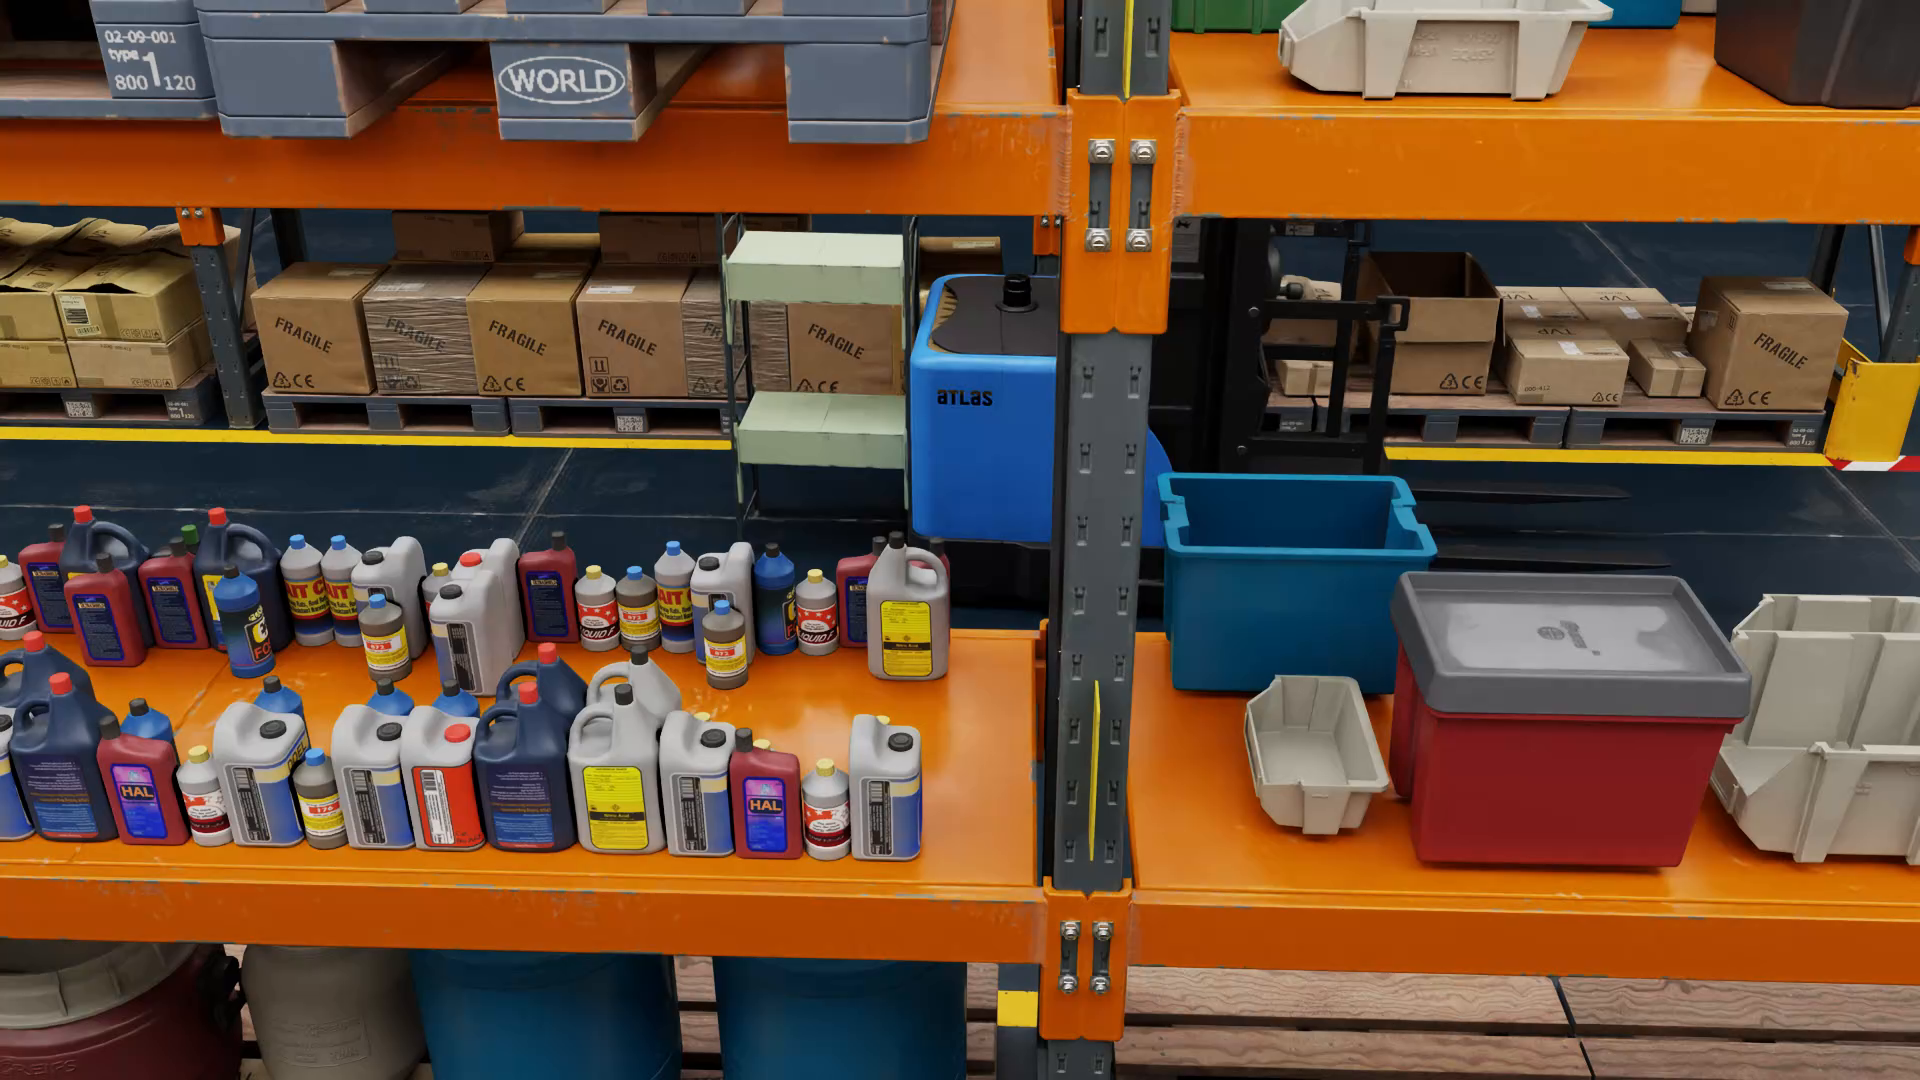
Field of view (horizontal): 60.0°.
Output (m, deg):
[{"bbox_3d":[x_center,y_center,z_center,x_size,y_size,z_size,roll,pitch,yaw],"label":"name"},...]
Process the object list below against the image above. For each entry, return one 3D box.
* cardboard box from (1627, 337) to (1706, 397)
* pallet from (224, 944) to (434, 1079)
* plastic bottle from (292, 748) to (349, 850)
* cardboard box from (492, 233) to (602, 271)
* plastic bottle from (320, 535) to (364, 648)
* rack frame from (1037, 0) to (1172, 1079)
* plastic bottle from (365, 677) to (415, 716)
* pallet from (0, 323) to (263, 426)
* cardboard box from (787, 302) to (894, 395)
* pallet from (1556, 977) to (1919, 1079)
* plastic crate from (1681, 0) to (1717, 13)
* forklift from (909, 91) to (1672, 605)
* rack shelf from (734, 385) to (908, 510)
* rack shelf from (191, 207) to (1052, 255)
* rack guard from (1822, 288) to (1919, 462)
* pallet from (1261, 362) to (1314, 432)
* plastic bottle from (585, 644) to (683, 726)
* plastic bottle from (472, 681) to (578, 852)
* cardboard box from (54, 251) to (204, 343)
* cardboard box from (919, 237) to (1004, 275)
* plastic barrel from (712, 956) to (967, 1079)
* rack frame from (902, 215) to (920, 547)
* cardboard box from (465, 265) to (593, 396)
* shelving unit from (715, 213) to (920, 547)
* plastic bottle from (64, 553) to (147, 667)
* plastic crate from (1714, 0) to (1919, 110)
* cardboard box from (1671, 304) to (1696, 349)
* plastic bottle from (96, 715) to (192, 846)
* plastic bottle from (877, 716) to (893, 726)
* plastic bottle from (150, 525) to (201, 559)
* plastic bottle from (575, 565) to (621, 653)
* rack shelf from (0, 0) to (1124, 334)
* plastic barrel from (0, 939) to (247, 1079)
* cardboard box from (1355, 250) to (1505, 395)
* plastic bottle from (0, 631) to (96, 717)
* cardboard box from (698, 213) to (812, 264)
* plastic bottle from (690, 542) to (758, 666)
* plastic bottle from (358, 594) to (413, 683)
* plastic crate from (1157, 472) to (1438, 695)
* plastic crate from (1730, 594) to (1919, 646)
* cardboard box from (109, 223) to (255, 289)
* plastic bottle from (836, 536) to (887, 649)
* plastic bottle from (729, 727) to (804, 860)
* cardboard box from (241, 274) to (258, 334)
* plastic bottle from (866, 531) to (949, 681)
[{"bbox_3d":[3.483,-0.858,8.222,0.250,0.166,0.380,1,28,2],"label":"cardboard box"},{"bbox_3d":[-1.731,1.460,4.271,1.213,0.211,1.003,1,28,2],"label":"pallet"},{"bbox_3d":[-1.265,0.506,3.305,0.097,0.201,0.097,0,28,0],"label":"plastic bottle"},{"bbox_3d":[-2.098,-1.281,8.663,0.500,0.500,0.500,0,28,0],"label":"cardboard box"},{"bbox_3d":[-1.460,0.116,3.966,0.097,0.271,0.097,0,28,0],"label":"plastic bottle"},{"bbox_3d":[0.261,0.279,3.521,0.127,3.000,1.000,1,28,2],"label":"rack frame"},{"bbox_3d":[-1.162,0.405,3.420,0.097,0.271,0.097,0,28,0],"label":"plastic bottle"},{"bbox_3d":[-4.380,-0.905,8.733,1.213,0.211,1.003,1,28,2],"label":"pallet"},{"bbox_3d":[-0.558,-1.015,8.162,0.500,0.500,0.500,1,28,2],"label":"cardboard box"},{"bbox_3d":[2.219,1.524,4.150,1.213,0.211,1.003,1,28,2],"label":"pallet"},{"bbox_3d":[1.545,-1.087,3.177,0.466,0.136,0.293,1,28,2],"label":"plastic crate"},{"bbox_3d":[1.340,-1.213,6.409,3.031,2.935,1.130,2,28,4],"label":"forklift"},{"bbox_3d":[-0.560,-0.400,7.100,0.720,0.370,0.431,2,28,4],"label":"rack shelf"},{"bbox_3d":[-1.559,-1.755,8.125,4.000,0.370,1.077,1,28,2],"label":"rack shelf"},{"bbox_3d":[4.361,-0.870,8.358,0.348,0.500,1.175,1,28,2],"label":"rack guard"},{"bbox_3d":[1.126,-0.795,8.525,1.213,0.211,1.003,1,28,2],"label":"pallet"},{"bbox_3d":[-0.664,0.371,3.400,0.185,0.351,0.144,1,28,2],"label":"plastic bottle"},{"bbox_3d":[-0.854,0.436,3.278,0.185,0.351,0.144,1,28,2],"label":"plastic bottle"},{"bbox_3d":[-4.090,-1.217,8.232,0.500,0.311,0.500,2,28,3],"label":"cardboard box"},{"bbox_3d":[-0.035,-1.251,8.607,0.500,0.500,0.500,0,28,-1],"label":"cardboard box"},{"bbox_3d":[-0.282,1.004,3.946,0.708,0.901,0.600,1,28,2],"label":"plastic barrel"},{"bbox_3d":[-0.195,-0.675,6.921,0.023,1.500,0.400,2,28,4],"label":"rack frame"},{"bbox_3d":[-2.089,-1.038,8.204,0.500,0.500,0.500,1,28,1],"label":"cardboard box"},{"bbox_3d":[-0.560,-0.688,6.947,0.755,1.500,0.431,2,28,4],"label":"shelving unit"},{"bbox_3d":[-1.996,0.161,3.868,0.133,0.283,0.061,1,28,2],"label":"plastic bottle"},{"bbox_3d":[1.493,-0.840,2.568,0.590,0.269,0.497,1,28,2],"label":"plastic crate"},{"bbox_3d":[3.781,-1.088,8.655,0.250,0.166,0.380,1,28,2],"label":"cardboard box"},{"bbox_3d":[-1.613,0.473,3.281,0.133,0.283,0.061,1,28,2],"label":"plastic bottle"},{"bbox_3d":[-0.159,0.453,3.405,0.097,0.201,0.097,0,28,0],"label":"plastic bottle"},{"bbox_3d":[-1.857,0.096,3.992,0.133,0.283,0.061,1,28,2],"label":"plastic bottle"},{"bbox_3d":[-0.864,0.157,3.964,0.097,0.201,0.097,0,28,0],"label":"plastic bottle"},{"bbox_3d":[-1.738,-0.761,3.049,4.000,0.370,1.077,1,28,2],"label":"rack shelf"},{"bbox_3d":[-2.119,1.112,4.077,0.708,0.588,0.600,1,28,2],"label":"plastic barrel"},{"bbox_3d":[2.317,-1.102,8.322,0.637,0.503,0.797,1,28,2],"label":"cardboard box"},{"bbox_3d":[-1.899,0.347,3.445,0.185,0.351,0.144,1,28,2],"label":"plastic bottle"},{"bbox_3d":[-1.035,-1.599,8.463,0.500,0.250,0.500,1,28,2],"label":"cardboard box"},{"bbox_3d":[-0.554,0.142,3.912,0.135,0.276,0.152,1,28,2],"label":"plastic bottle"},{"bbox_3d":[-1.331,0.220,3.844,0.097,0.201,0.097,0,28,0],"label":"plastic bottle"},{"bbox_3d":[0.739,0.108,3.797,0.575,0.384,0.392,1,28,2],"label":"plastic crate"},{"bbox_3d":[2.012,0.257,3.780,0.466,0.136,0.293,1,28,2],"label":"plastic crate"},{"bbox_3d":[-4.071,-1.470,8.709,0.500,0.311,0.500,2,28,4],"label":"cardboard box"},{"bbox_3d":[-0.224,0.123,3.941,0.133,0.283,0.061,1,28,2],"label":"plastic bottle"},{"bbox_3d":[-0.377,0.493,3.242,0.133,0.283,0.061,1,28,2],"label":"plastic bottle"},{"bbox_3d":[-4.071,-1.222,8.841,0.500,0.250,0.500,1,28,2],"label":"cardboard box"},{"bbox_3d":[-0.120,0.143,3.831,0.185,0.351,0.144,1,28,2],"label":"plastic bottle"}]
